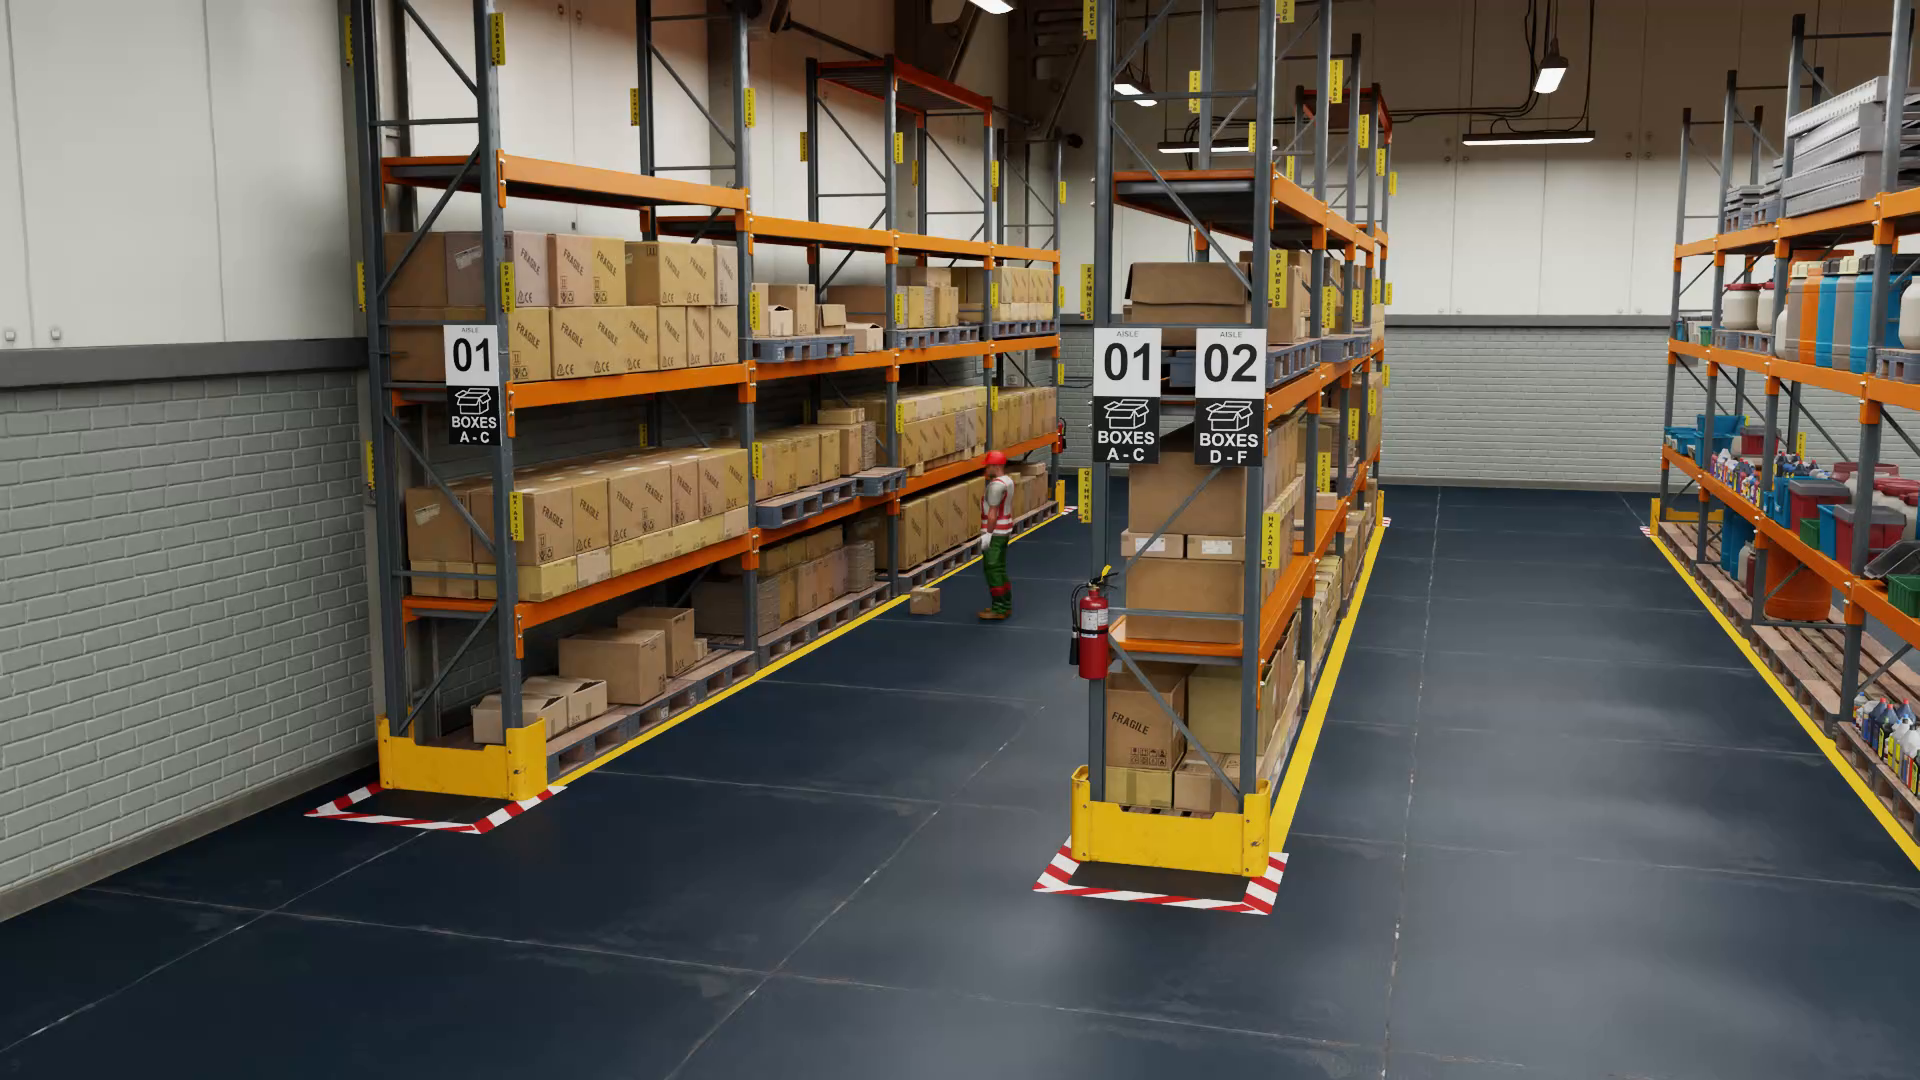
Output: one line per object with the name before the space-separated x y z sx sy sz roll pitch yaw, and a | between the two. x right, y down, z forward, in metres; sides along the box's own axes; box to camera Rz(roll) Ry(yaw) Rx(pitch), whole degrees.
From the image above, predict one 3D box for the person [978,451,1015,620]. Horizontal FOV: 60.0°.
person | 0.383 -0.056 17.656 0.344 1.780 0.527 3 9 17
